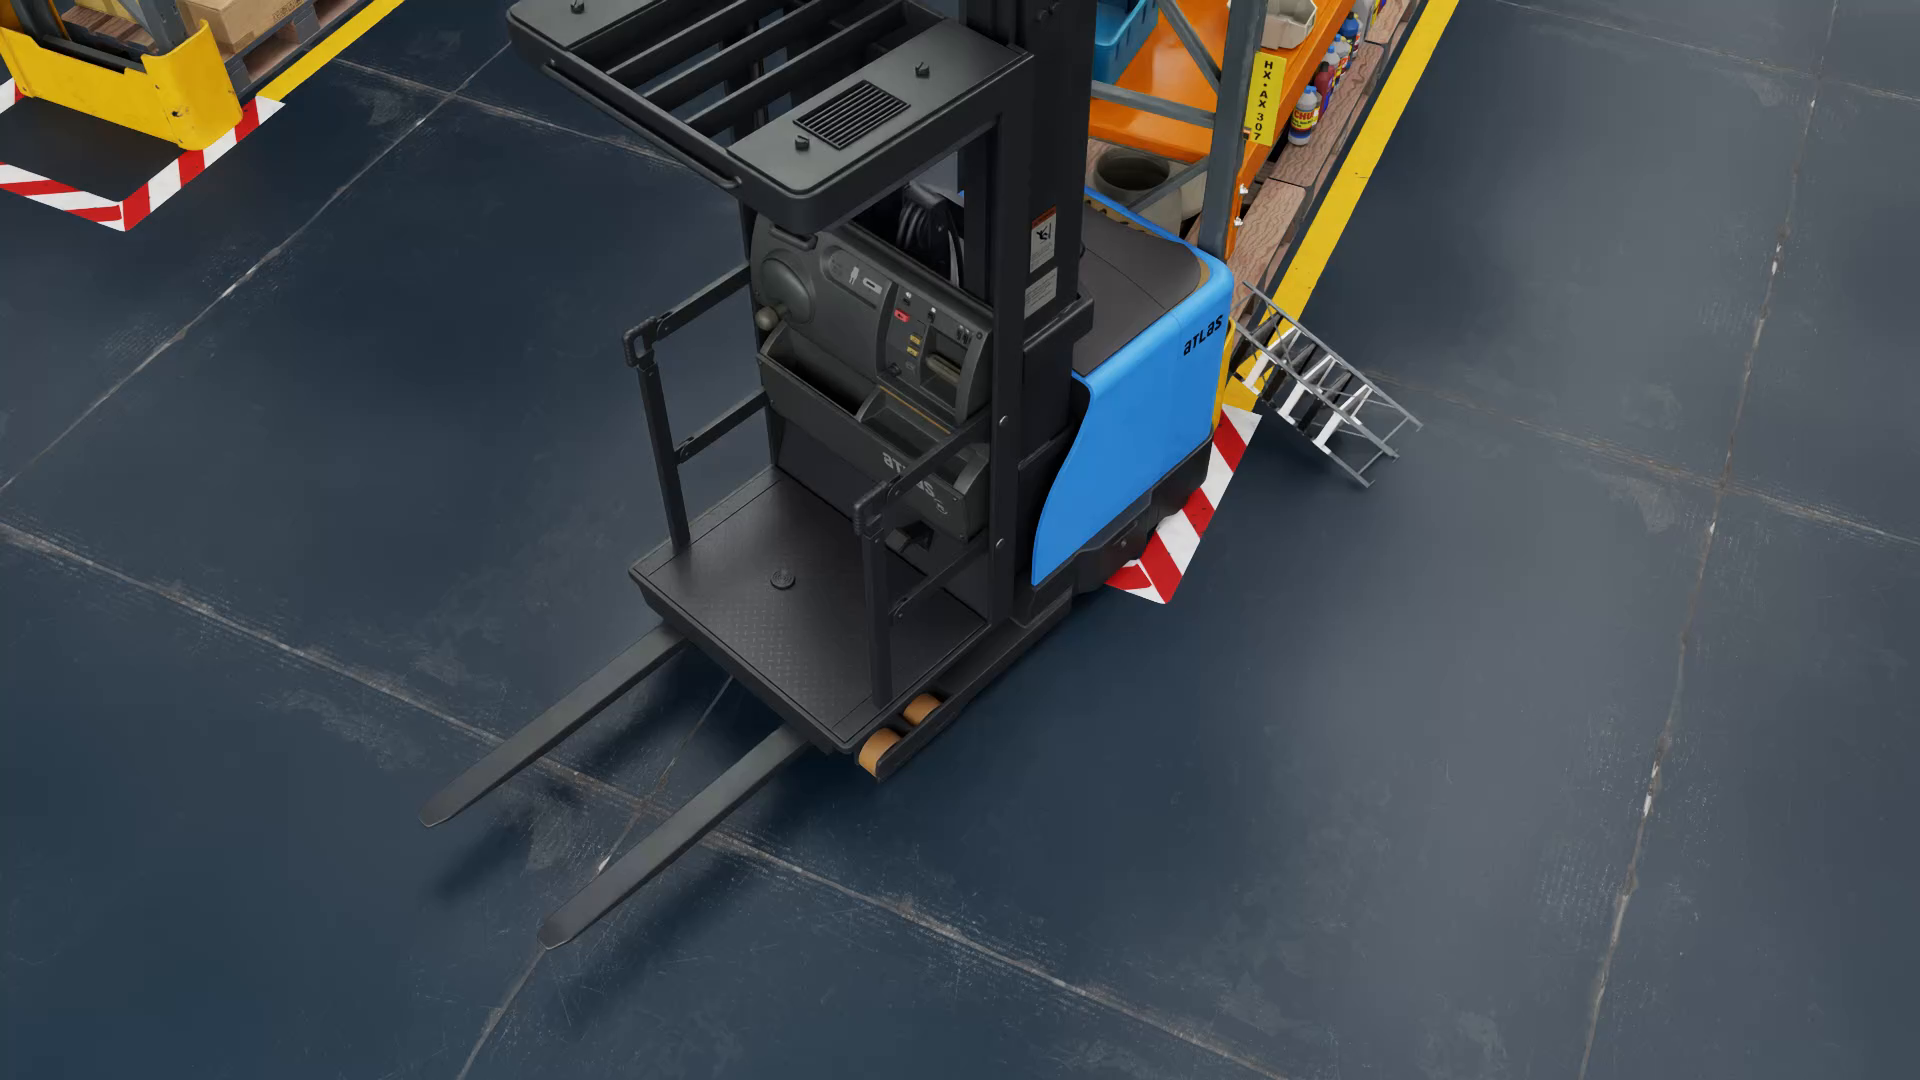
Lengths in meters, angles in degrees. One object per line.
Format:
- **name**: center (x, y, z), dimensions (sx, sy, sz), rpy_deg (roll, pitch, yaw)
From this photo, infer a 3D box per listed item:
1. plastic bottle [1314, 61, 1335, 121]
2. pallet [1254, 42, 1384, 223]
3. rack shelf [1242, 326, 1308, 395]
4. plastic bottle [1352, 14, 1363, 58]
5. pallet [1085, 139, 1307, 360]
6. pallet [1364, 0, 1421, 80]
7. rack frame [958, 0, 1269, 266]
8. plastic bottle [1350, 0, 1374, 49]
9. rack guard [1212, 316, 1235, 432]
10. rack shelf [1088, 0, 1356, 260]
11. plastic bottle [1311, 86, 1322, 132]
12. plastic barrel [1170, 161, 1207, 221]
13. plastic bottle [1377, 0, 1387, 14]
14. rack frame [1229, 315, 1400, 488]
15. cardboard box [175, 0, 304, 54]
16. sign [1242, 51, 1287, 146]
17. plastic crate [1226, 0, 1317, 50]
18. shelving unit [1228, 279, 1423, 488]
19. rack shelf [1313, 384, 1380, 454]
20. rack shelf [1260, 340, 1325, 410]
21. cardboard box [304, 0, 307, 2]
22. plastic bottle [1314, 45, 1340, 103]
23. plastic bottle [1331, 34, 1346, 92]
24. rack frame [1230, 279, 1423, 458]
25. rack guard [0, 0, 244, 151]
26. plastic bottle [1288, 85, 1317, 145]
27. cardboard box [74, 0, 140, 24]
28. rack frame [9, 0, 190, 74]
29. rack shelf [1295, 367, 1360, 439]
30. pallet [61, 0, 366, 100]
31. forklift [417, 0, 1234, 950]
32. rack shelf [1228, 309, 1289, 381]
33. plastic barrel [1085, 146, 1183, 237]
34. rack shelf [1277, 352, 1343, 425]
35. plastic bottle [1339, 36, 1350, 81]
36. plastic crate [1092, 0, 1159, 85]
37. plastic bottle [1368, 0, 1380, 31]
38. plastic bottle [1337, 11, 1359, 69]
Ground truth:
- **plastic bottle**: center (1.641, -2.052, 7.522), dimensions (0.061, 0.283, 0.133), rpy_deg (21, 53, 17)
- **pallet**: center (1.336, -2.052, 7.857), dimensions (1.003, 0.211, 1.213), rpy_deg (20, 52, 16)
- **rack shelf**: center (1.241, -0.711, 6.513), dimensions (0.077, 0.200, 0.258), rpy_deg (42, 57, 13)
- **plastic bottle**: center (1.847, -2.391, 7.863), dimensions (0.097, 0.201, 0.097), rpy_deg (0, 50, 0)
- **pallet**: center (0.813, -1.215, 7.145), dimensions (1.003, 0.211, 1.213), rpy_deg (20, 52, 16)
- **pallet**: center (1.856, -2.895, 8.575), dimensions (1.003, 0.211, 1.213), rpy_deg (20, 52, 16)
- **rack frame**: center (0.471, -1.493, 5.551), dimensions (1.000, 3.000, 0.127), rpy_deg (20, 52, 16)
- **plastic bottle**: center (1.873, -2.505, 7.912), dimensions (0.152, 0.276, 0.135), rpy_deg (21, 53, 17)
- **rack guard**: center (0.461, -0.751, 6.561), dimensions (1.175, 0.500, 0.348), rpy_deg (20, 52, 16)
- **rack shelf**: center (1.326, -2.637, 6.997), dimensions (1.077, 0.370, 4.000), rpy_deg (20, 52, 16)
- **plastic bottle**: center (1.572, -1.947, 7.486), dimensions (0.097, 0.201, 0.097), rpy_deg (0, 50, 0)
- **plastic barrel**: center (0.898, -1.646, 7.039), dimensions (0.421, 0.512, 0.421), rpy_deg (0, 50, 0)
- **plastic bottle**: center (2.052, -2.715, 8.085), dimensions (0.061, 0.283, 0.133), rpy_deg (23, 53, 18)
- **rack frame**: center (1.323, -0.560, 6.561), dimensions (0.900, 0.006, 0.240), rpy_deg (42, 57, 13)
- **cardboard box**: center (-3.575, -2.649, 8.064), dimensions (0.500, 0.250, 0.500), rpy_deg (20, 52, 16)
- **sign**: center (0.967, -1.401, 5.291), dimensions (0.100, 0.325, 0.005), rpy_deg (20, 52, 16)
- **plastic crate**: center (1.145, -1.919, 6.087), dimensions (0.298, 0.136, 0.250), rpy_deg (20, 52, 16)
- **shelving unit**: center (1.346, -0.614, 6.479), dimensions (0.900, 0.210, 0.258), rpy_deg (42, 57, 13)
- **rack shelf**: center (1.499, -0.474, 6.430), dimensions (0.077, 0.200, 0.258), rpy_deg (42, 57, 13)
- **rack shelf**: center (1.305, -0.652, 6.492), dimensions (0.077, 0.200, 0.258), rpy_deg (42, 57, 13)
- **cardboard box**: center (-3.365, -2.995, 8.358), dimensions (0.500, 0.250, 0.500), rpy_deg (20, 52, 16)
- **plastic bottle**: center (1.674, -2.135, 7.599), dimensions (0.097, 0.271, 0.097), rpy_deg (0, 50, 0)
- **plastic bottle**: center (1.717, -2.204, 7.658), dimensions (0.097, 0.271, 0.097), rpy_deg (0, 50, 0)
- **rack frame**: center (1.369, -0.669, 6.396), dimensions (0.900, 0.006, 0.240), rpy_deg (42, 57, 13)
- **rack guard**: center (-4.016, -2.281, 7.862), dimensions (1.175, 0.500, 0.348), rpy_deg (20, 52, 16)
- **plastic bottle**: center (1.528, -1.899, 7.399), dimensions (0.097, 0.271, 0.097), rpy_deg (0, 50, 0)
- **cardboard box**: center (-4.044, -2.818, 8.208), dimensions (0.500, 0.250, 0.500), rpy_deg (20, 52, 16)
- **rack frame**: center (-4.006, -3.107, 6.925), dimensions (1.000, 3.000, 0.127), rpy_deg (20, 52, 16)
- **rack shelf**: center (1.435, -0.533, 6.450), dimensions (0.077, 0.200, 0.258), rpy_deg (42, 57, 13)
- **pallet**: center (-3.717, -2.744, 8.446), dimensions (1.003, 0.211, 1.213), rpy_deg (20, 52, 16)
- **forklift**: center (-0.427, -0.604, 4.839), dimensions (1.130, 2.935, 3.031), rpy_deg (36, 58, 26)
- **rack shelf**: center (1.176, -0.770, 6.533), dimensions (0.077, 0.200, 0.258), rpy_deg (42, 57, 13)
- **plastic barrel**: center (0.683, -1.301, 6.745), dimensions (0.421, 0.512, 0.421), rpy_deg (0, 50, 0)
- **rack shelf**: center (1.370, -0.592, 6.471), dimensions (0.077, 0.200, 0.258), rpy_deg (42, 57, 13)
- **plastic bottle**: center (1.759, -2.249, 7.743), dimensions (0.097, 0.201, 0.097), rpy_deg (0, 50, 0)
- **plastic crate**: center (0.415, -1.887, 5.984), dimensions (0.499, 0.251, 0.616), rpy_deg (20, 52, 16)
- **plastic bottle**: center (1.946, -2.640, 7.977), dimensions (0.144, 0.351, 0.185), rpy_deg (19, 52, 16)
- **plastic bottle**: center (1.803, -2.343, 7.777), dimensions (0.097, 0.271, 0.097), rpy_deg (0, 50, 0)
